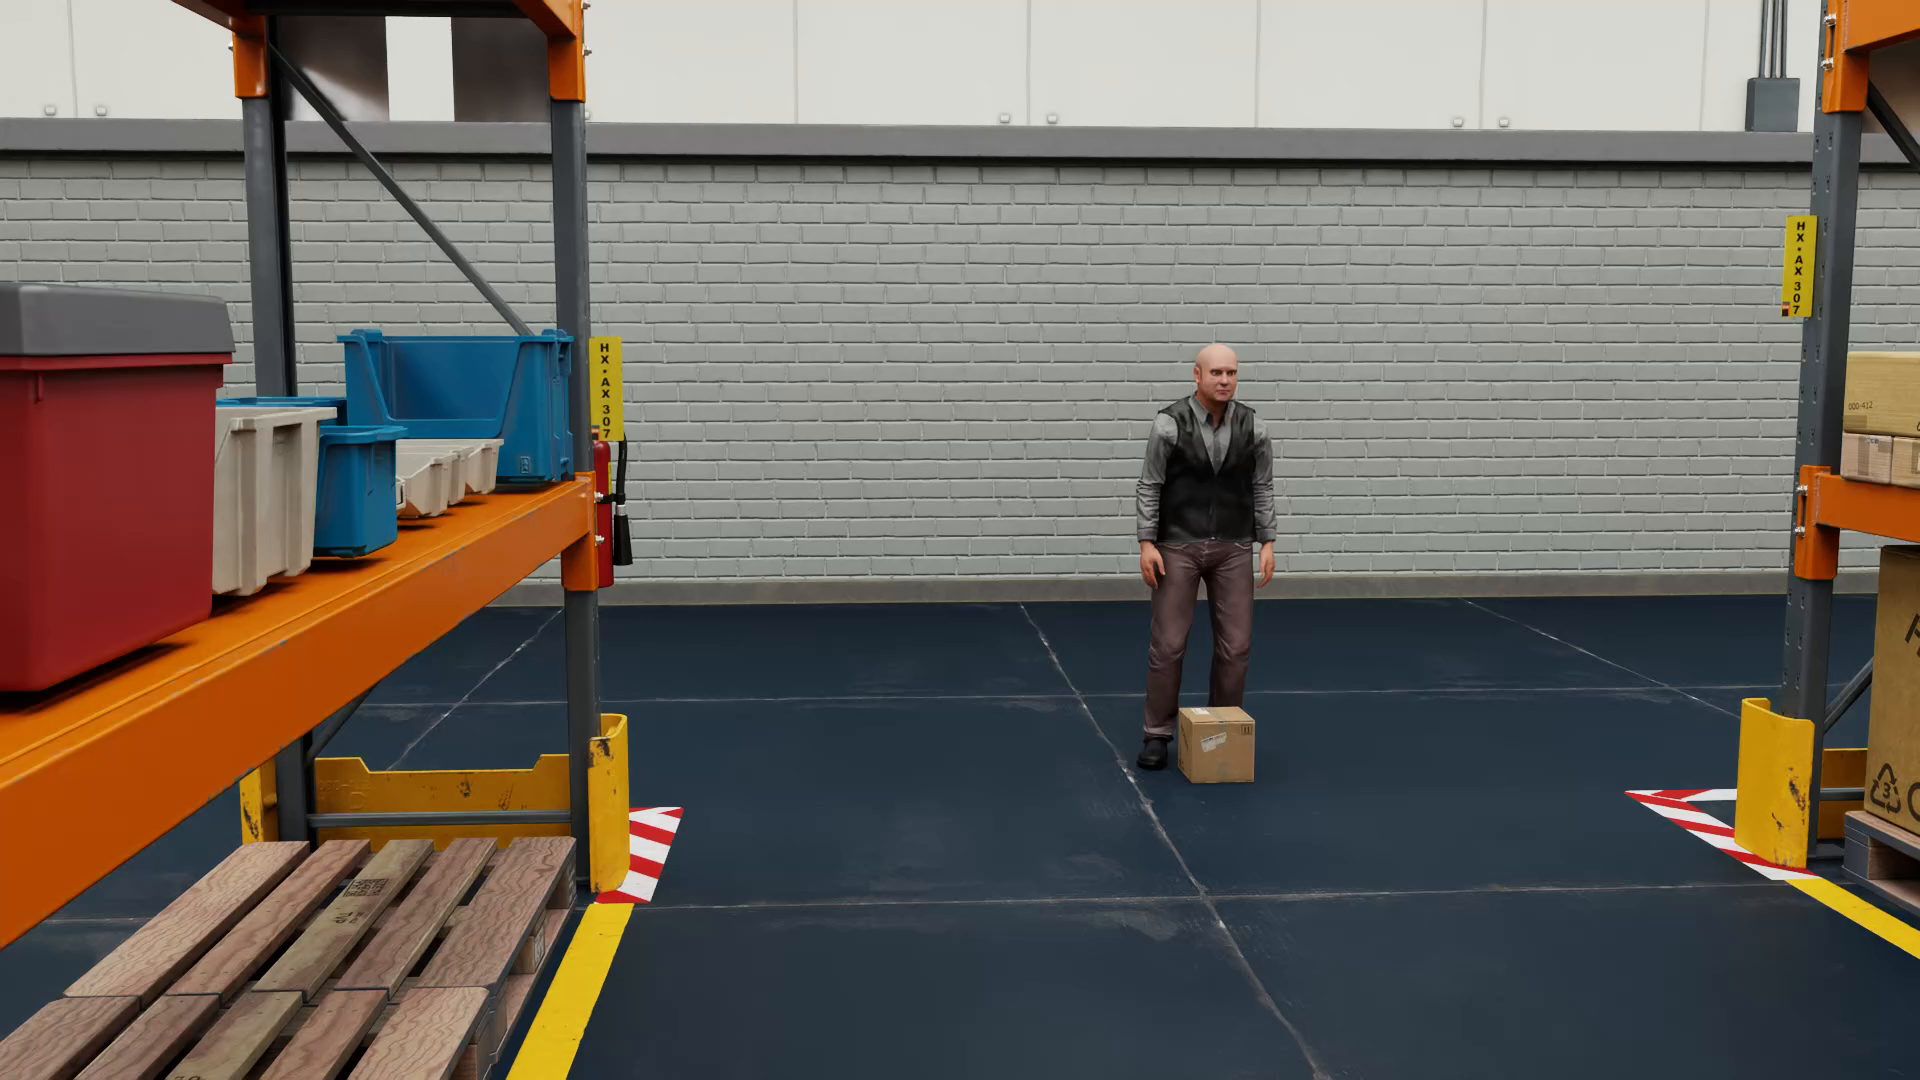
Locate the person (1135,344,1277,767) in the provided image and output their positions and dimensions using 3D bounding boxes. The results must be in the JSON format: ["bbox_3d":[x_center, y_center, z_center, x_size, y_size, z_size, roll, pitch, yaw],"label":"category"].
[{"bbox_3d":[1.008,0.057,6.860,0.592,1.722,0.416,-1,7,-6],"label":"person"}]
